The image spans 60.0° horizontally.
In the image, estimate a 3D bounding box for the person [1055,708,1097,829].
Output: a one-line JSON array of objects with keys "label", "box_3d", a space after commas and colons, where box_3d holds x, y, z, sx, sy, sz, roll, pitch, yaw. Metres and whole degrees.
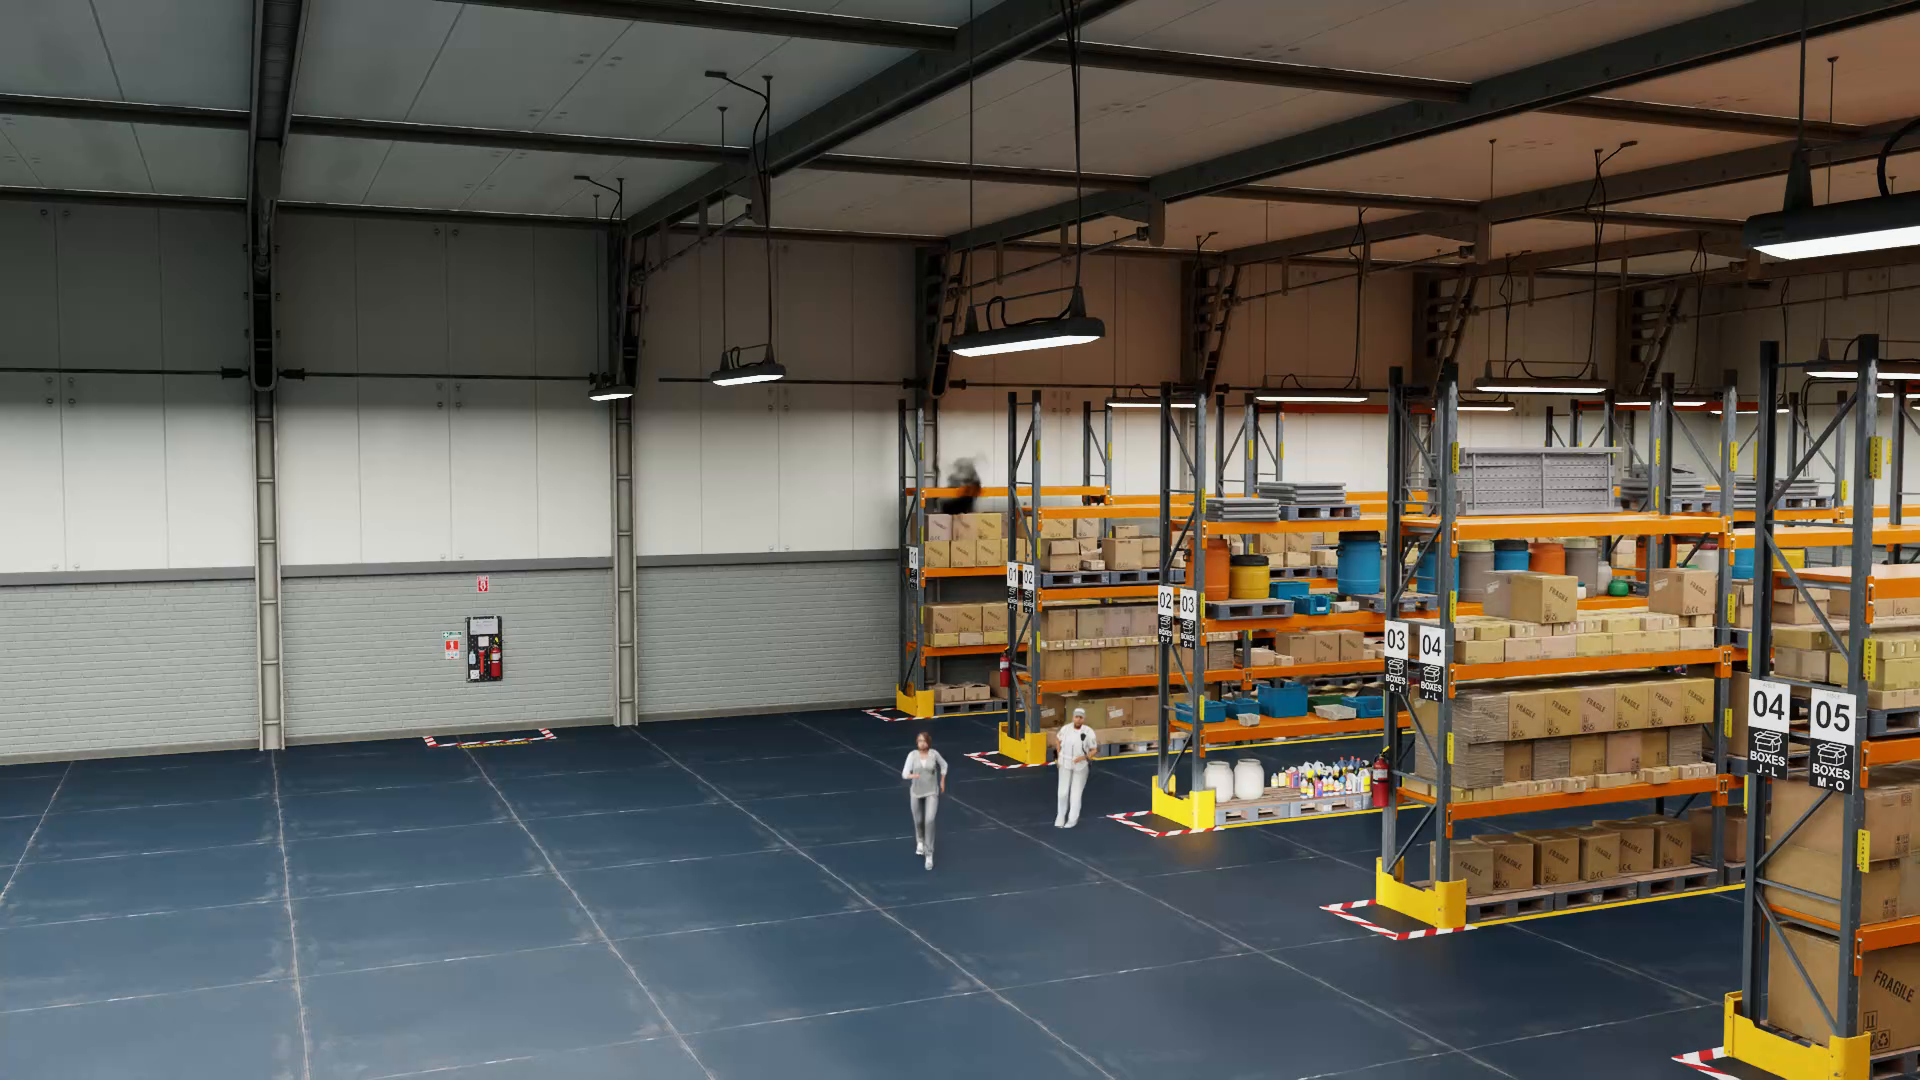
[{"label": "person", "box_3d": [1.533, 3.054, 22.187, 0.584, 1.644, 0.597, 1, 3, 11]}]

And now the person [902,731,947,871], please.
[{"label": "person", "box_3d": [-0.434, 3.151, 20.398, 0.519, 1.627, 0.789, 0, 3, 6]}]

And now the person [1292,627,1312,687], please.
[{"label": "person", "box_3d": [6.633, 2.464, 31.831, 0.719, 1.717, 0.657, -1, 4, -23]}]
